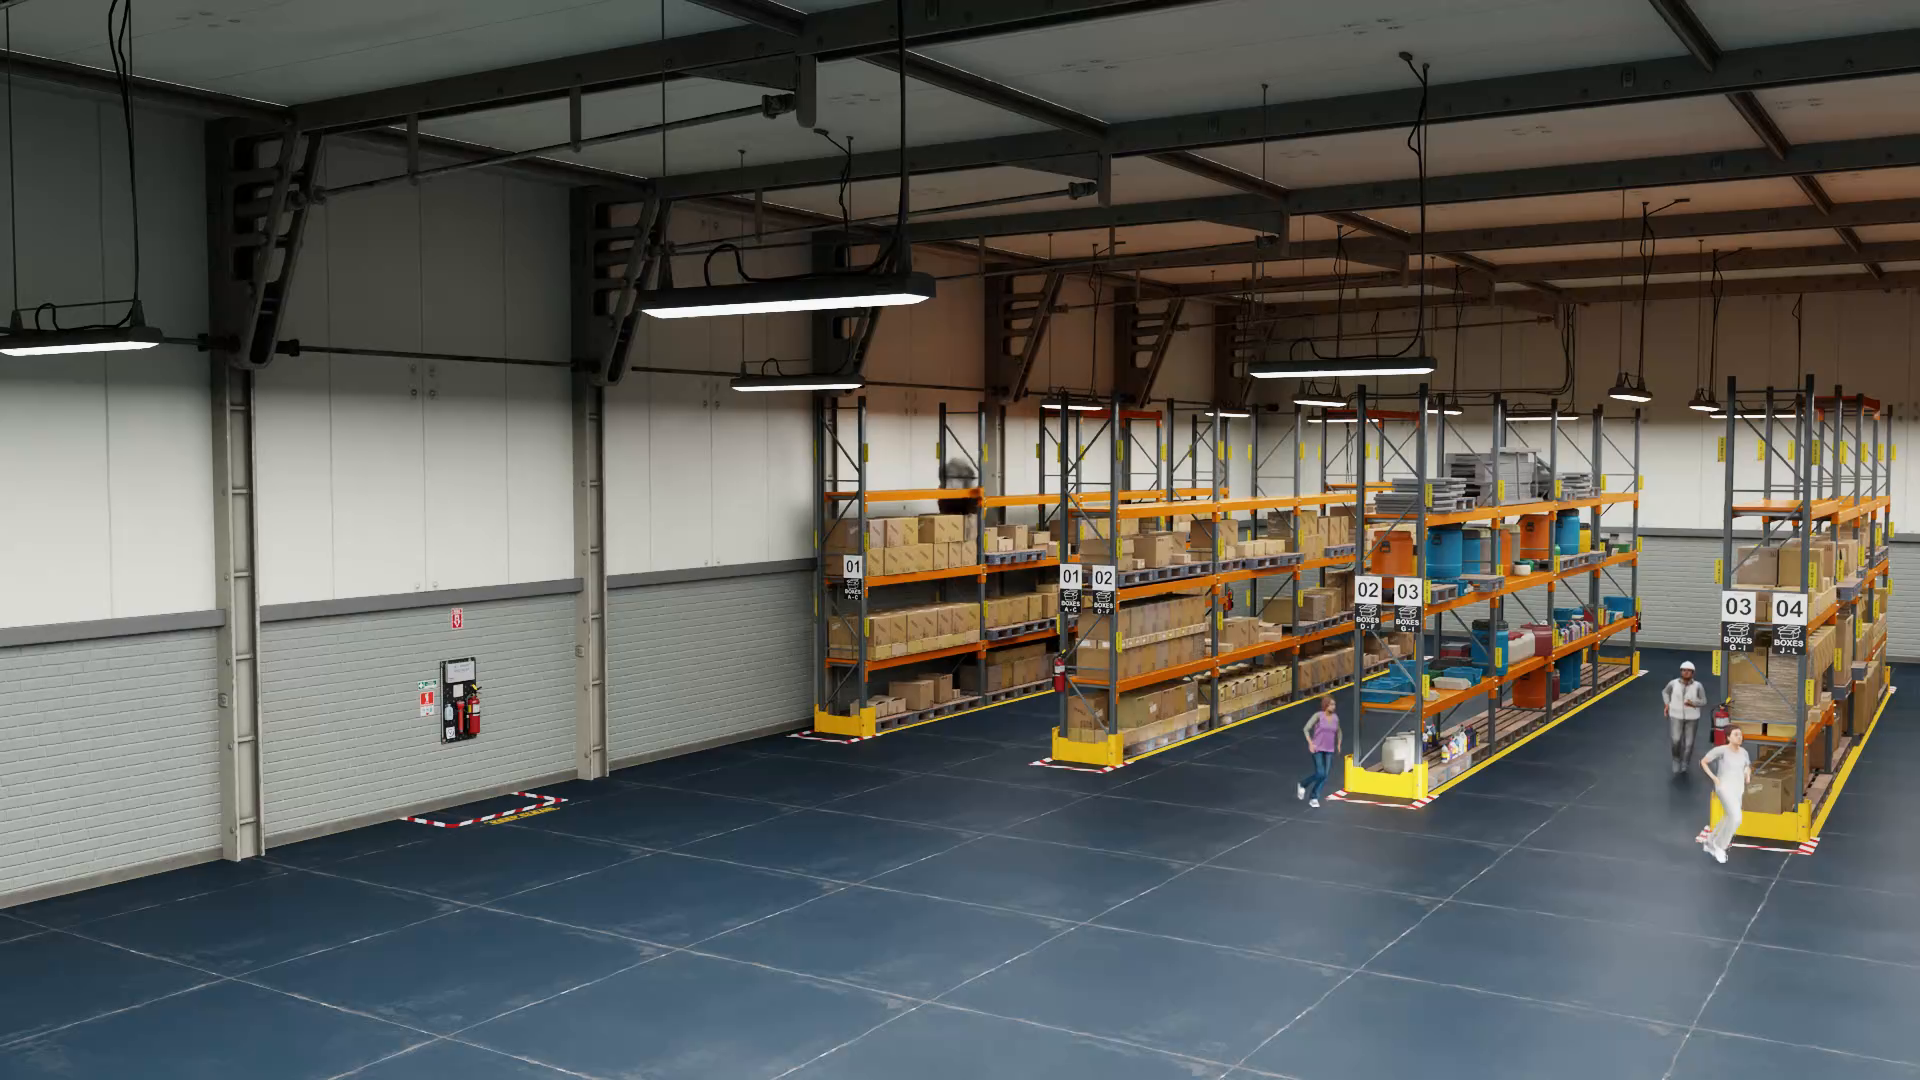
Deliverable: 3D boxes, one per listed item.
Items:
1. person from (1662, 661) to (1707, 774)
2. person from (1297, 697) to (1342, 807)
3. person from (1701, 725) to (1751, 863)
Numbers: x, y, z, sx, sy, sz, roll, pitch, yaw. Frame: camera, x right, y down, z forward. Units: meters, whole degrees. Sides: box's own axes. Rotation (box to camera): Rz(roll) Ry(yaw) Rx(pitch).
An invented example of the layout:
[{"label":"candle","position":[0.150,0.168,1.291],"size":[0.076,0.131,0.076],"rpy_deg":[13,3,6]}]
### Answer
[{"label":"person","position":[11.239,2.759,25.817],"size":[0.644,1.751,0.642],"rpy_deg":[1,3,24]},{"label":"person","position":[5.150,2.995,23.597],"size":[0.594,1.533,0.523],"rpy_deg":[-1,3,-20]},{"label":"person","position":[9.448,3.108,20.399],"size":[0.598,1.677,0.599],"rpy_deg":[-1,3,-17]}]
